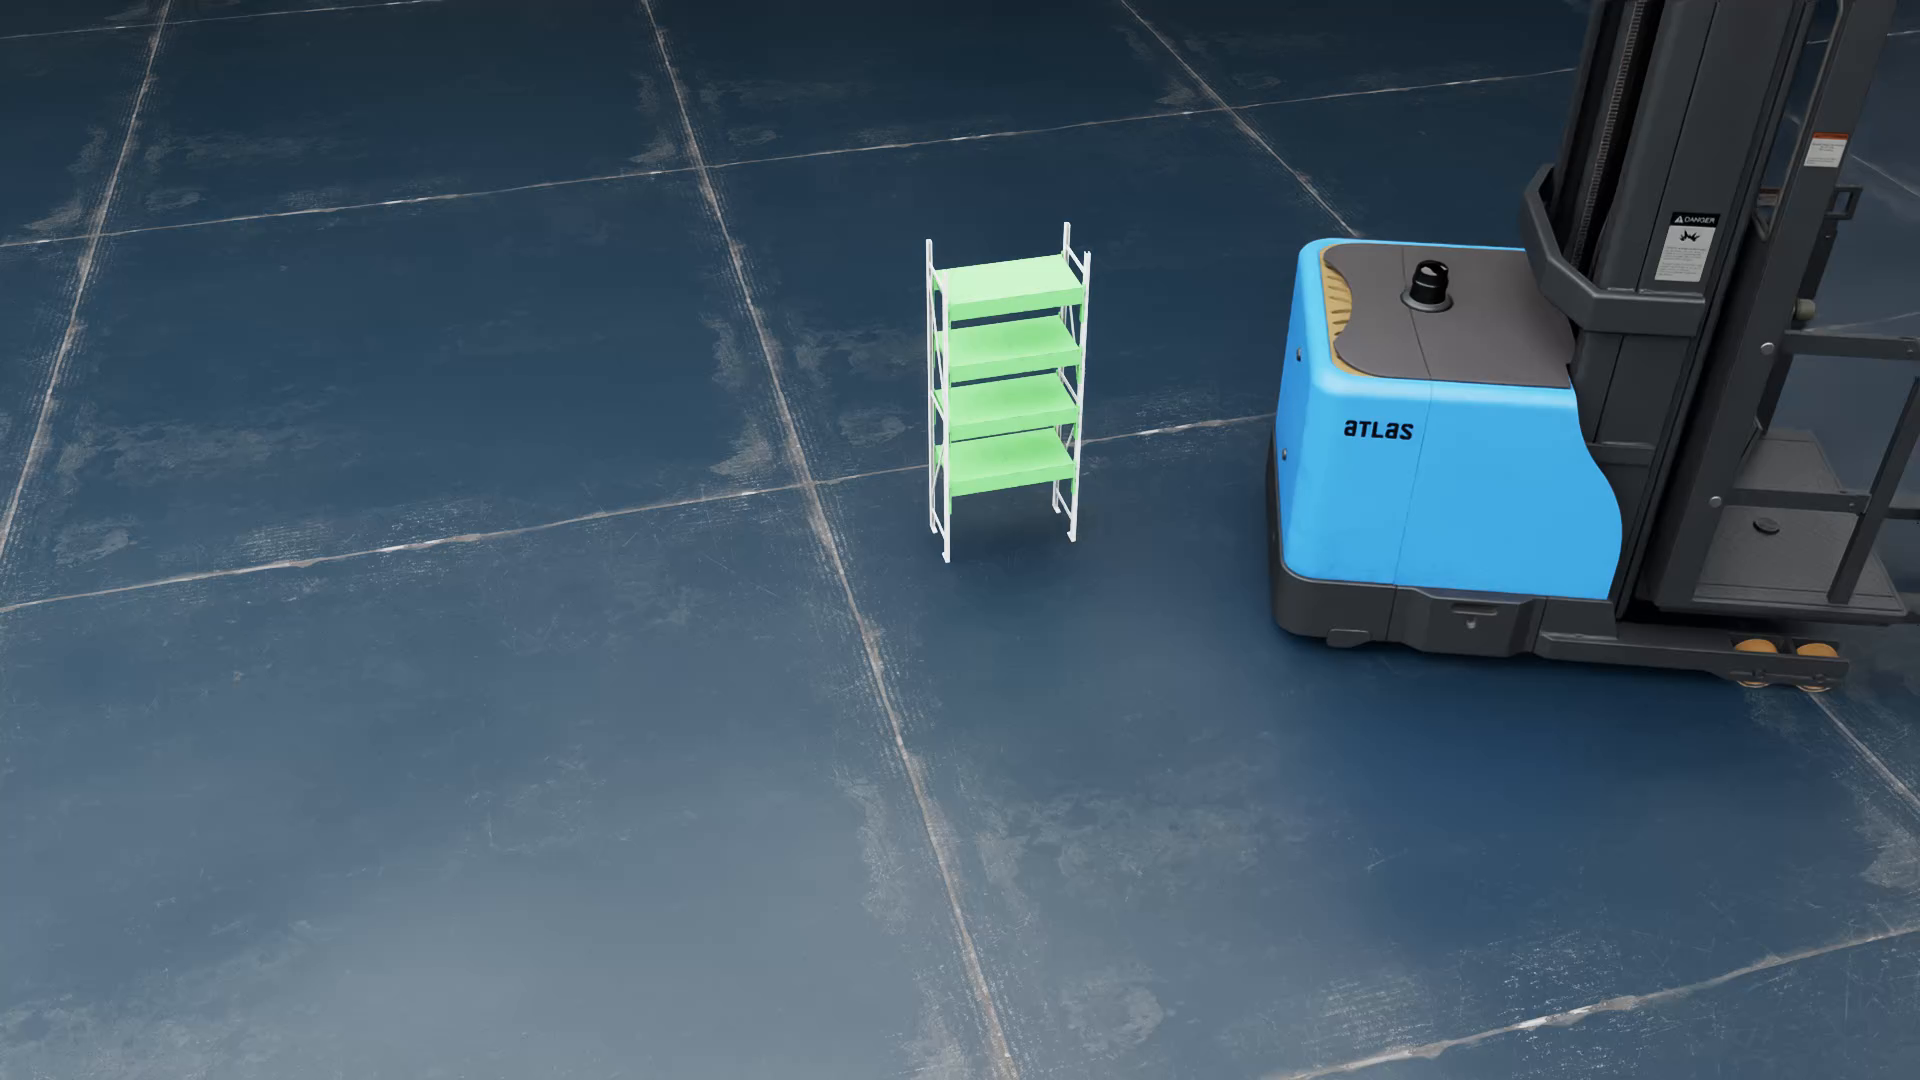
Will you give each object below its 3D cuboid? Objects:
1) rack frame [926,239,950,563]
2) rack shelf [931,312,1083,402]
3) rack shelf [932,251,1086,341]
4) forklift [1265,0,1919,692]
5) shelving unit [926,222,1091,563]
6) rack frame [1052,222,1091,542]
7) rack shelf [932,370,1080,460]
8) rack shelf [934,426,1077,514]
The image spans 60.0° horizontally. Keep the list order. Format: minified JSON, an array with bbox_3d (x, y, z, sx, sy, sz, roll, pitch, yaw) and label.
[{"bbox_3d":[-0.076,-0.464,5.869,0.015,1.200,0.240,-9,38,-12],"label":"rack frame"},{"bbox_3d":[0.160,-0.643,5.813,0.480,0.148,0.258,-9,38,-12],"label":"rack shelf"},{"bbox_3d":[0.160,-0.833,5.667,0.480,0.148,0.258,-9,38,-12],"label":"rack shelf"},{"bbox_3d":[2.641,-0.997,5.141,3.031,2.935,1.130,4,38,5],"label":"forklift"},{"bbox_3d":[0.160,-0.503,5.920,0.503,1.200,0.258,-9,38,-12],"label":"shelving unit"},{"bbox_3d":[0.395,-0.541,5.970,0.015,1.200,0.240,-9,38,-12],"label":"rack frame"},{"bbox_3d":[0.160,-0.452,5.959,0.480,0.148,0.258,-9,38,-12],"label":"rack shelf"},{"bbox_3d":[0.160,-0.261,6.104,0.480,0.148,0.258,-9,38,-12],"label":"rack shelf"}]
